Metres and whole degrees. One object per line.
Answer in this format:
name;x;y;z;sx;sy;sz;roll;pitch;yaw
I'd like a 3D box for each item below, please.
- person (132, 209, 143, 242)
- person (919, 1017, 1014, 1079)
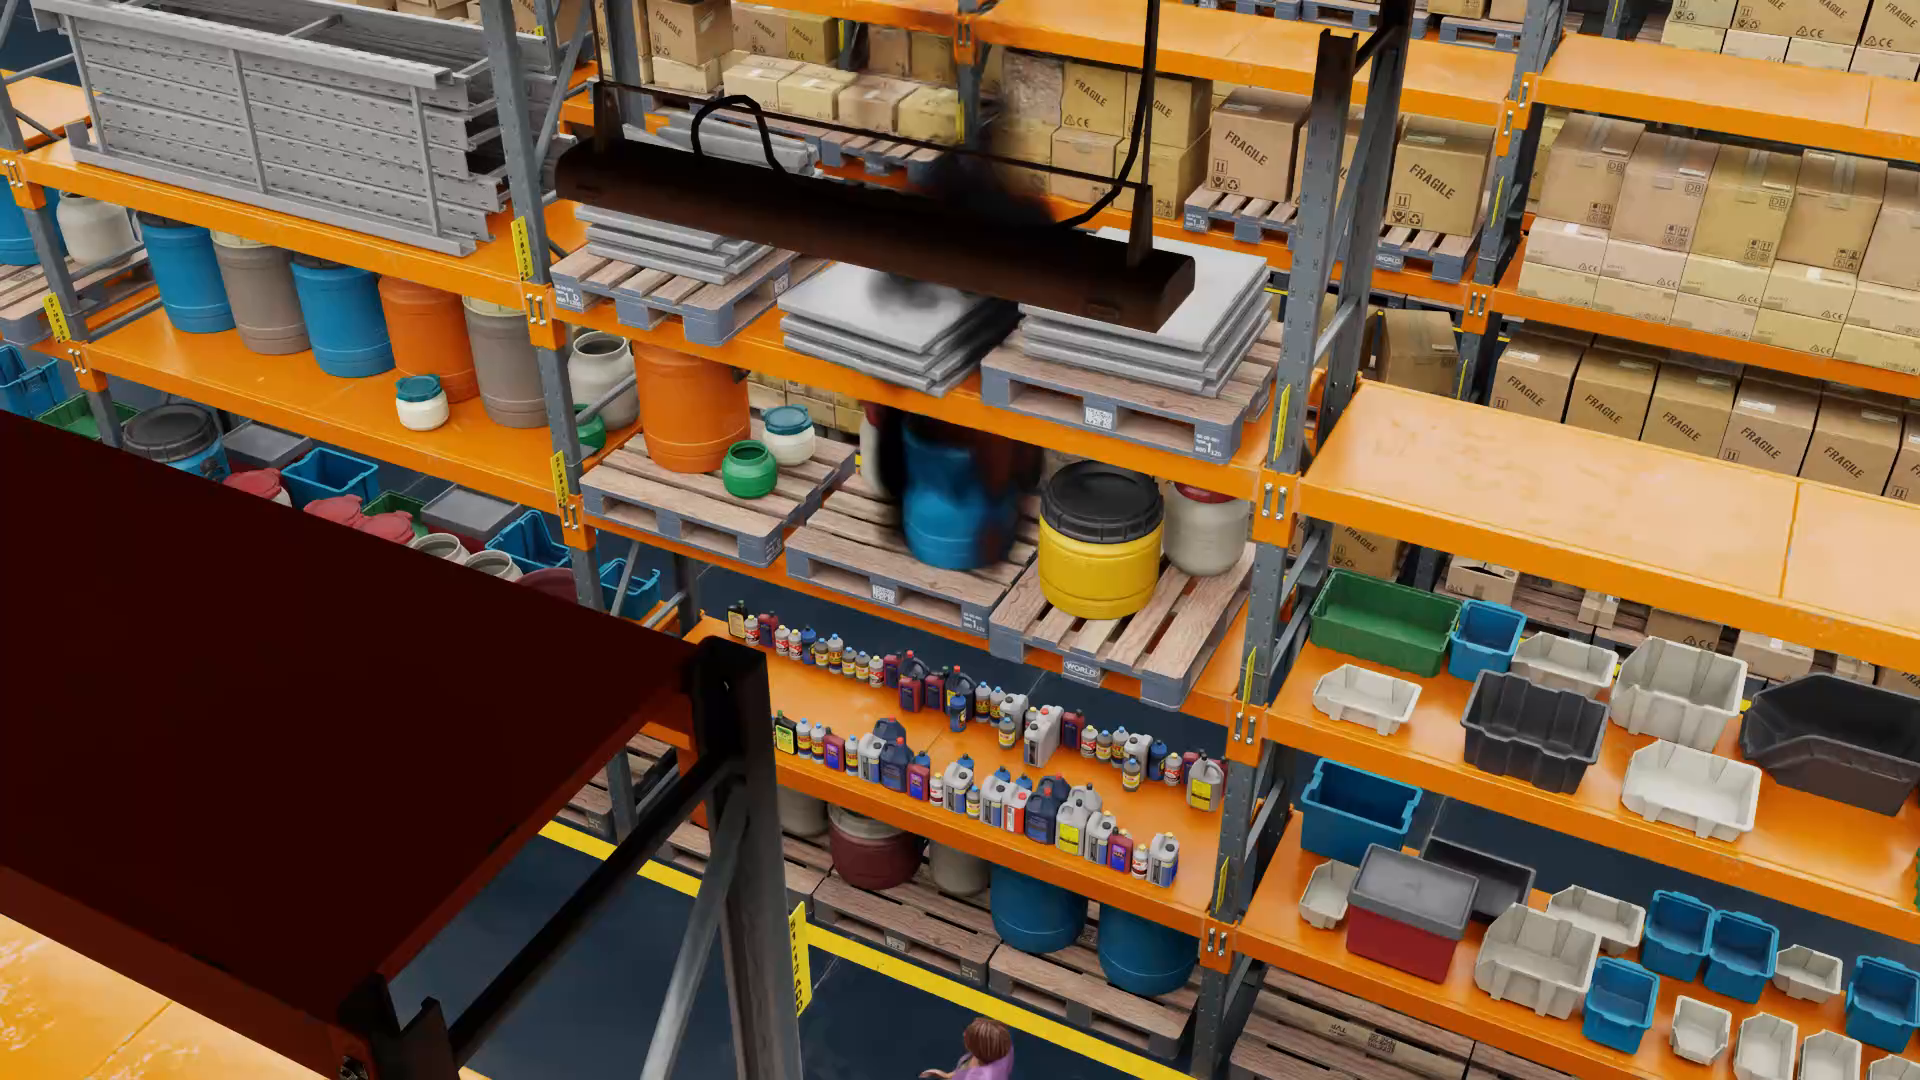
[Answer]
person;-8.459;-3.644;17.638;1.057;1.732;0.705;-23;41;-29
person;0.083;2.942;8.234;0.636;1.476;0.511;15;38;21
